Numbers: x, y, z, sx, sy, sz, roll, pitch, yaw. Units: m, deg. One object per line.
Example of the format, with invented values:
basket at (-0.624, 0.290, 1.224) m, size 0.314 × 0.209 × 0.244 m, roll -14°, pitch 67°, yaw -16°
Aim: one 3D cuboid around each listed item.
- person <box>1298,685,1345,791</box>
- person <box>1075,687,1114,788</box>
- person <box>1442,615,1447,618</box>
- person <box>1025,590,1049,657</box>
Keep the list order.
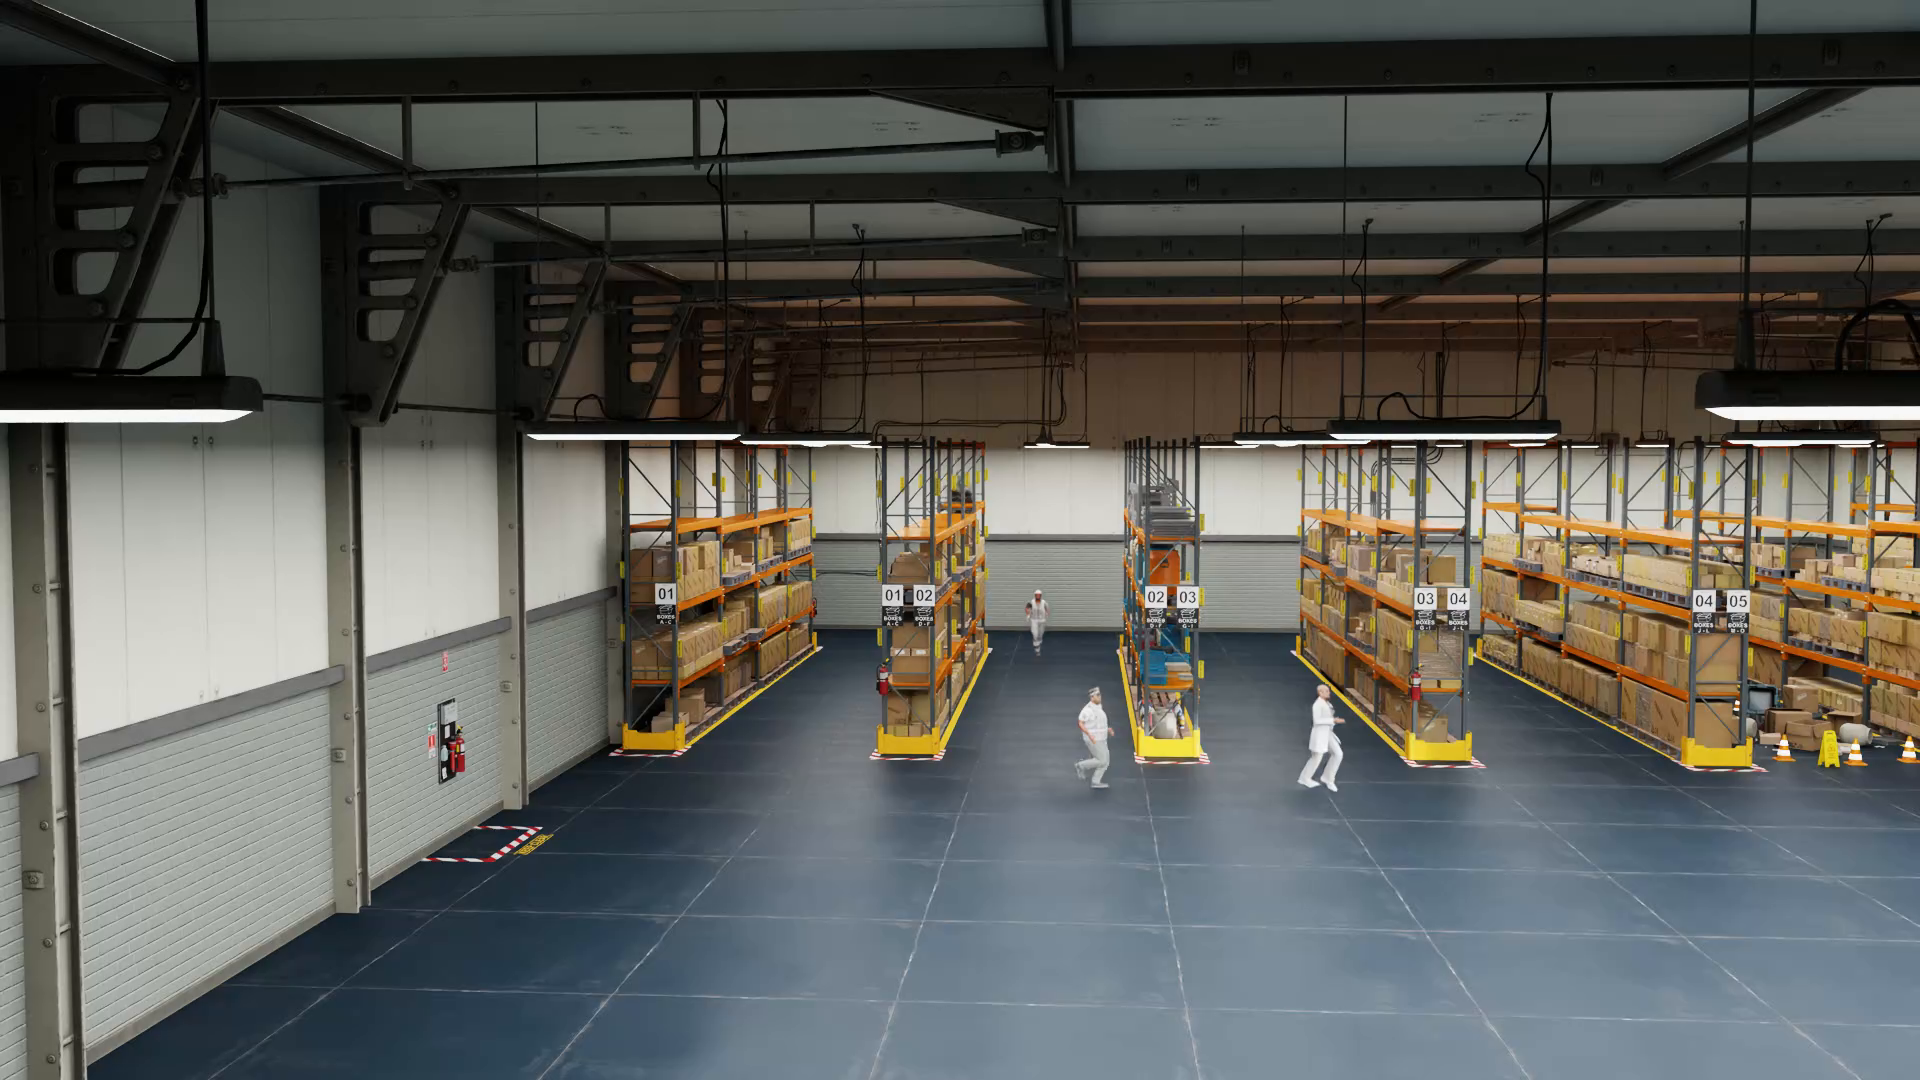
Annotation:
person at (6.126, 3.336, 28.040) m, size 0.854 × 1.808 × 0.654 m, roll 2°, pitch 4°, yaw 38°
person at (2.296, 3.350, 28.237) m, size 0.591 × 1.730 × 0.678 m, roll 2°, pitch 3°, yaw 28°
person at (13.825, 2.350, 47.259) m, size 0.623 × 1.734 × 0.684 m, roll -1°, pitch 3°, yaw -25°
person at (2.080, 2.159, 44.511) m, size 0.624 × 1.673 × 0.881 m, roll 0°, pitch 3°, yaw -6°
